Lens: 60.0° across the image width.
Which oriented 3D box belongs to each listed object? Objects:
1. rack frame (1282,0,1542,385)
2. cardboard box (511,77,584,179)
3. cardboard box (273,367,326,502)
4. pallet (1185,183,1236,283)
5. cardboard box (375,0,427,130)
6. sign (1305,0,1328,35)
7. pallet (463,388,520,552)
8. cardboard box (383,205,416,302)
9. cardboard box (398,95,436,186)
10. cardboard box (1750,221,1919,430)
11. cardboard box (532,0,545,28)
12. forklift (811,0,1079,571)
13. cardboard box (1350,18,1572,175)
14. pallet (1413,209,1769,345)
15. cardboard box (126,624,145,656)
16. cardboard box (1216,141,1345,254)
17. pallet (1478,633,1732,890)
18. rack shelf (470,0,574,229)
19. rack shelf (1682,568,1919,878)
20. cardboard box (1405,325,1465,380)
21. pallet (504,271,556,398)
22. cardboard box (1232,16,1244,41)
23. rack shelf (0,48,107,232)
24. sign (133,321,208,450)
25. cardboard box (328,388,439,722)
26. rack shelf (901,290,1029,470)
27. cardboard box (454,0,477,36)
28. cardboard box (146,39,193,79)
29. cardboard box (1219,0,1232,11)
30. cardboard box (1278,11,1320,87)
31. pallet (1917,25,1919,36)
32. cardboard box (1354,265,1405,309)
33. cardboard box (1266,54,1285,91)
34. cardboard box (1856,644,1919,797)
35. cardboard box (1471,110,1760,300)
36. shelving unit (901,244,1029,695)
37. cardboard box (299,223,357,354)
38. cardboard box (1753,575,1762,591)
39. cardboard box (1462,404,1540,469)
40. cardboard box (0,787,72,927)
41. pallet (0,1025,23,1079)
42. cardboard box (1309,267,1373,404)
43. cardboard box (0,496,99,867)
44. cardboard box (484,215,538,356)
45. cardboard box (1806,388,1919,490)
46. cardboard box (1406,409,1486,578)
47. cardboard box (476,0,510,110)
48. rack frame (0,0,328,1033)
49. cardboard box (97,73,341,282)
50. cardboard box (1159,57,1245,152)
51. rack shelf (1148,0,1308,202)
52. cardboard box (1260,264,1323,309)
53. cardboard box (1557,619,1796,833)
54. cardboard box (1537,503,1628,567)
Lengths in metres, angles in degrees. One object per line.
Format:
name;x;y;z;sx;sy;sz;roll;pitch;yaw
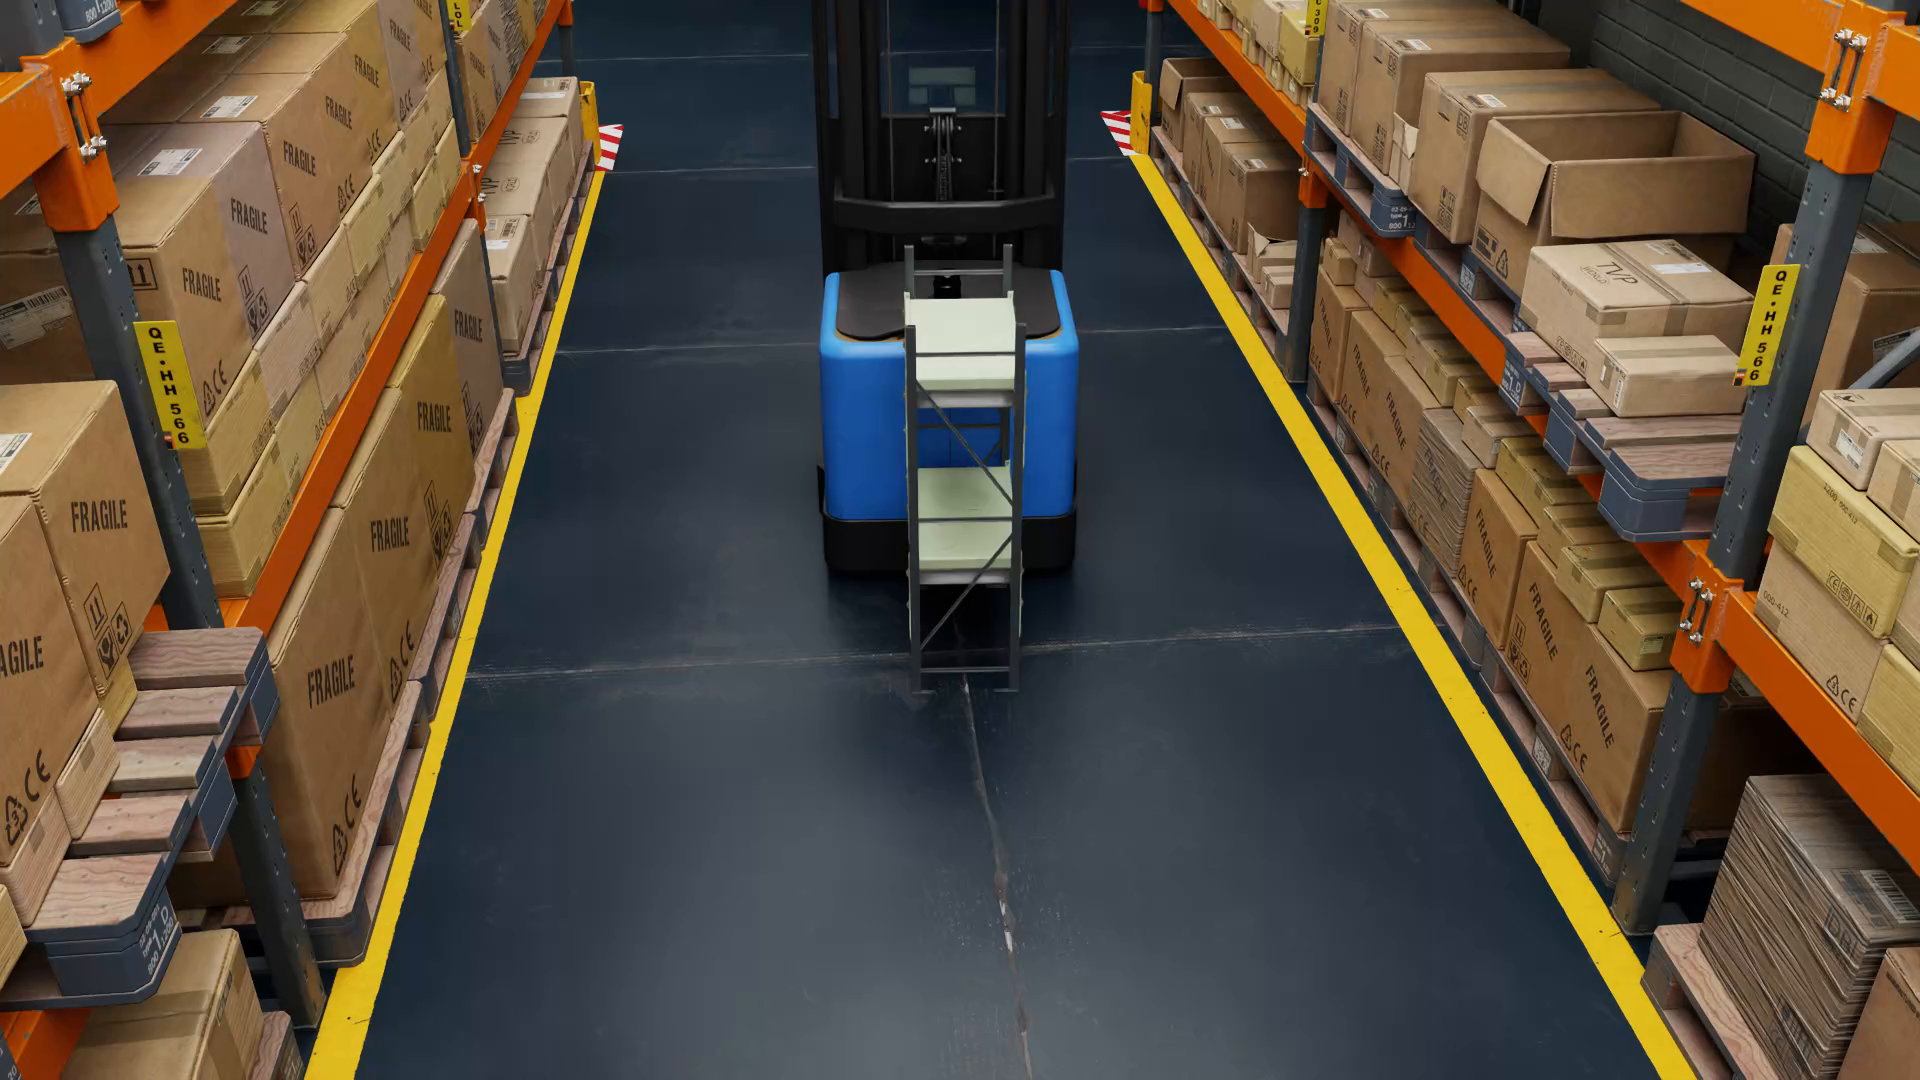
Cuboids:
rack frame;2.190;-2.145;7.916;1.000;3.000;0.127;-3;31;-5
cardboard box;-2.964;-2.696;10.927;0.875;0.438;0.875;-4;31;-6
cardboard box;-2.239;-0.322;5.010;0.500;0.250;0.500;-4;31;-6
pallet;2.009;-1.923;10.264;1.003;0.211;1.213;-3;31;-5
cardboard box;-2.405;-1.898;6.429;0.500;0.500;0.500;-2;31;-4
sign;1.650;-2.487;7.644;0.100;0.325;0.005;-3;31;-5
pallet;-2.605;-0.318;7.577;1.003;0.211;1.213;-3;31;-5
cardboard box;-2.384;-1.106;6.322;0.500;0.250;0.500;-4;31;-6
cardboard box;-2.415;-1.587;6.641;0.500;0.250;0.500;-2;31;-3
cardboard box;2.671;-0.596;4.816;0.500;0.500;0.500;-1;31;-2
cardboard box;-2.727;-3.238;9.648;0.500;0.500;0.500;-2;31;-3
forklift;-0.089;-1.849;7.488;1.130;2.935;3.031;-1;31;-2
cardboard box;2.061;-1.846;6.909;0.700;0.500;0.500;-2;31;-4
pallet;2.377;-1.013;6.208;1.003;0.211;1.213;-3;31;-5
cardboard box;-2.113;0.220;3.791;0.380;0.149;0.250;-2;31;-3
cardboard box;1.917;-2.009;9.717;0.700;0.500;0.500;-4;31;-6
pallet;2.531;0.711;5.854;1.003;0.211;1.213;-3;31;-5
rack shelf;-2.939;-2.618;9.409;1.077;0.370;4.000;-3;31;-5
rack shelf;2.750;1.227;2.972;1.077;0.370;4.000;-3;31;-5
cardboard box;2.122;-0.798;7.056;0.380;0.149;0.250;-3;31;-5
pallet;-2.745;-1.100;8.886;1.003;0.211;1.213;-3;31;-5
cardboard box;1.782;-2.977;9.553;0.380;0.149;0.250;-3;31;-5
rack shelf;-2.191;0.179;1.802;1.077;0.370;4.000;-3;31;-5
sign;-1.839;-0.357;3.871;0.100;0.325;0.005;-3;31;-5
cardboard box;-2.439;0.056;5.893;0.875;0.875;0.875;-2;31;-4
rack shelf;0.007;-0.591;6.015;0.431;0.370;0.720;-1;31;-2
cardboard box;-2.555;-2.632;7.659;0.500;0.500;0.500;-3;31;-4
cardboard box;-2.823;-1.361;5.531;0.500;0.500;0.500;-3;31;-5
cardboard box;1.757;-3.230;9.589;0.500;0.250;0.500;-4;31;-6
cardboard box;1.899;-2.457;8.294;0.500;0.250;0.500;-2;31;-3
pallet;2.716;-0.967;3.204;1.213;0.211;1.003;-1;31;-2
cardboard box;2.061;-1.197;7.725;0.380;0.149;0.250;-4;31;-6
cardboard box;1.814;-2.451;8.674;0.380;0.149;0.250;-2;31;-3
cardboard box;2.404;0.457;3.707;0.500;0.250;0.500;-3;31;-6
cardboard box;2.227;-1.152;5.743;0.797;0.503;0.637;-3;31;-6
shelving unit;0.007;-0.256;6.215;0.431;1.500;0.755;-1;31;-2
cardboard box;-2.261;-0.803;5.328;0.500;0.250;0.500;-3;31;-5
cardboard box;2.827;0.093;5.564;0.380;0.149;0.250;-2;31;-3
cardboard box;2.169;-0.407;6.402;0.380;0.149;0.250;-4;31;-7
cardboard box;-1.933;0.609;3.140;0.380;0.149;0.250;-4;31;-7
pallet;-2.152;1.228;2.456;1.003;0.211;1.213;-3;31;-5
cardboard box;2.011;-0.995;8.018;0.500;0.500;0.500;-1;31;-2
cardboard box;-2.000;0.268;3.079;0.500;0.500;0.500;-3;31;-5
cardboard box;-2.704;-1.311;8.610;0.875;0.438;0.875;-3;31;-5
cardboard box;2.300;-0.248;4.009;0.380;0.149;0.250;-2;31;-3
cardboard box;2.155;-0.203;6.693;0.500;0.500;0.500;-4;31;-6
cardboard box;-2.578;-2.458;8.342;0.500;0.500;0.500;-3;31;-4
rack frame;-2.378;0.137;4.096;1.000;3.000;0.127;-3;31;-5
cardboard box;-2.270;-1.117;5.122;0.500;0.500;0.500;-2;31;-3
cardboard box;1.779;-2.979;11.337;0.797;0.503;0.637;-4;31;-7
rack shelf;2.003;-2.857;9.810;1.077;0.370;4.000;-3;31;-5
cardboard box;1.845;-1.372;8.992;0.380;0.149;0.250;-4;31;-6
cardboard box;2.310;0.584;5.375;0.500;0.500;0.500;-2;31;-3
cardboard box;2.228;-0.003;5.726;0.380;0.149;0.250;-4;31;-6
